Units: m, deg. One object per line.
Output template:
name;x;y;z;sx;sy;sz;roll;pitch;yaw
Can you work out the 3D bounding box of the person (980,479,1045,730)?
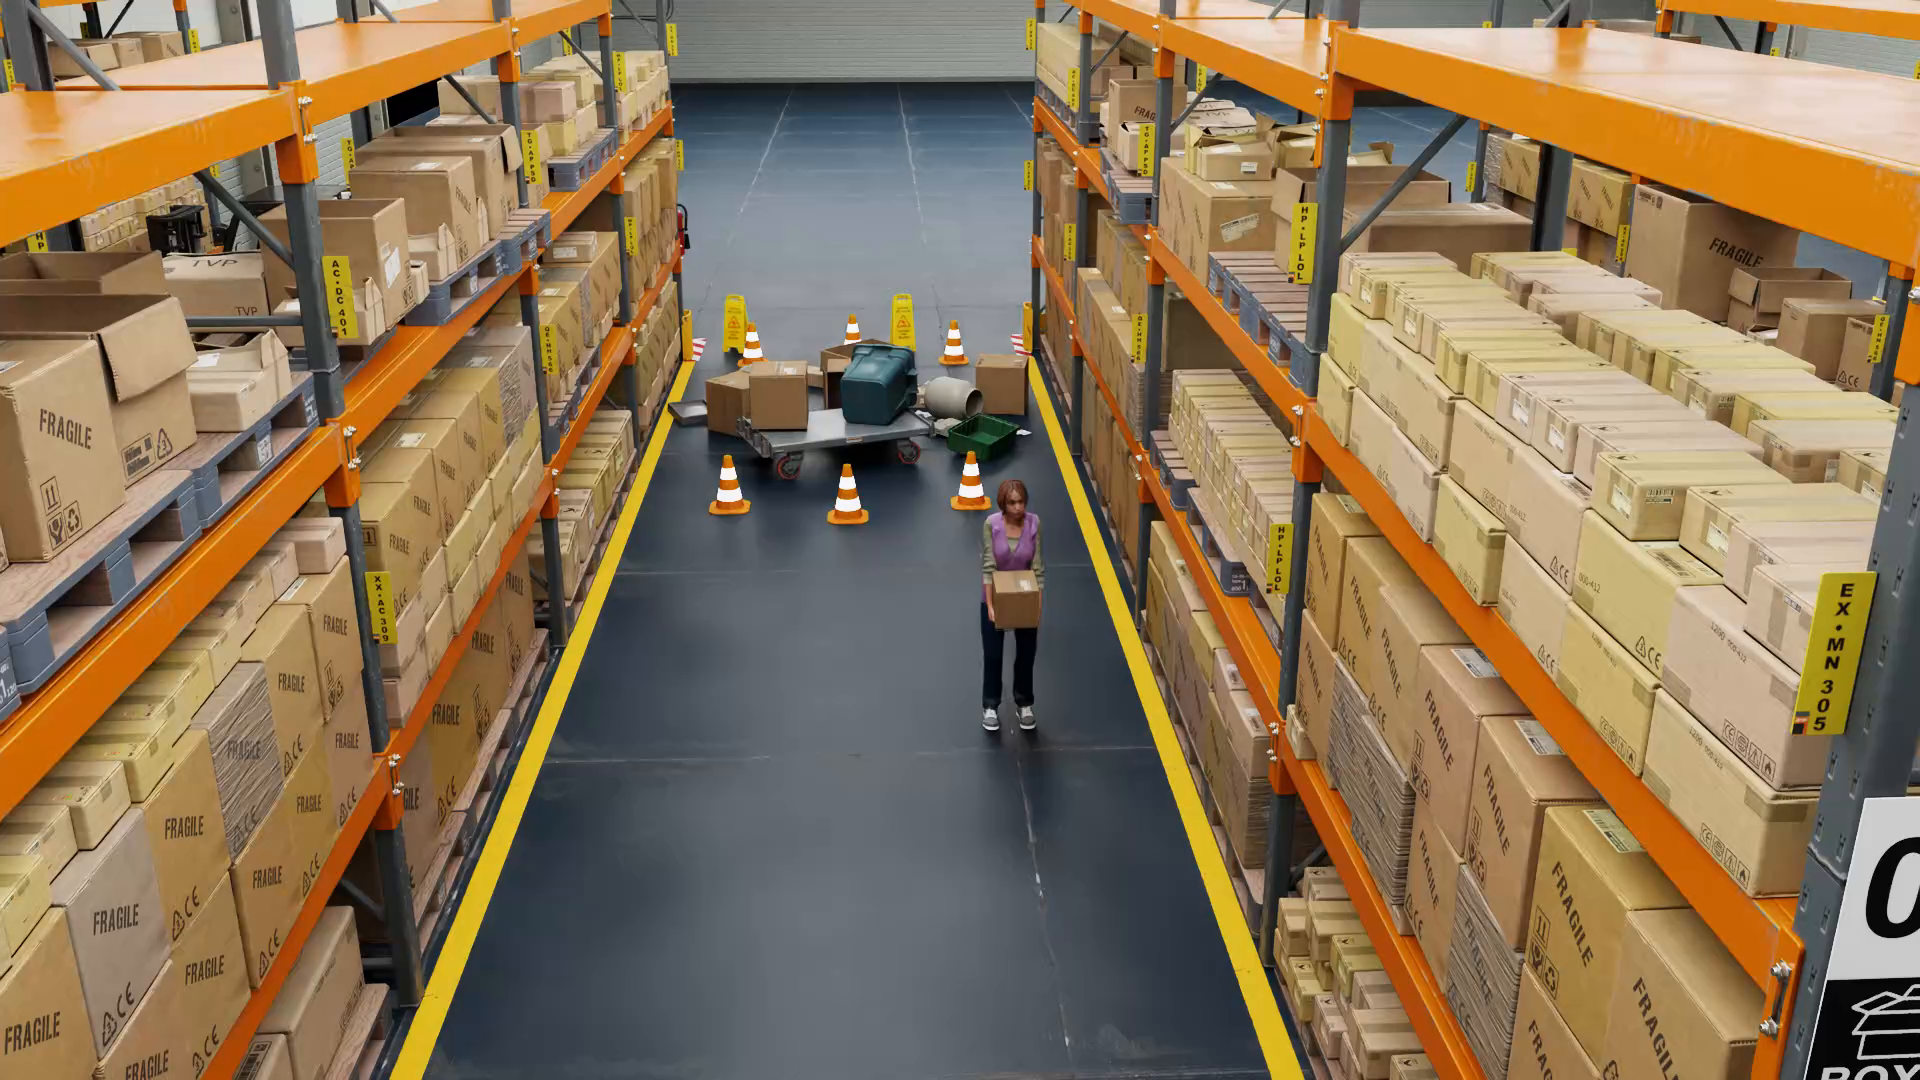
person;0.315;0.410;10.015;0.375;1.598;0.503;-2;21;-5
